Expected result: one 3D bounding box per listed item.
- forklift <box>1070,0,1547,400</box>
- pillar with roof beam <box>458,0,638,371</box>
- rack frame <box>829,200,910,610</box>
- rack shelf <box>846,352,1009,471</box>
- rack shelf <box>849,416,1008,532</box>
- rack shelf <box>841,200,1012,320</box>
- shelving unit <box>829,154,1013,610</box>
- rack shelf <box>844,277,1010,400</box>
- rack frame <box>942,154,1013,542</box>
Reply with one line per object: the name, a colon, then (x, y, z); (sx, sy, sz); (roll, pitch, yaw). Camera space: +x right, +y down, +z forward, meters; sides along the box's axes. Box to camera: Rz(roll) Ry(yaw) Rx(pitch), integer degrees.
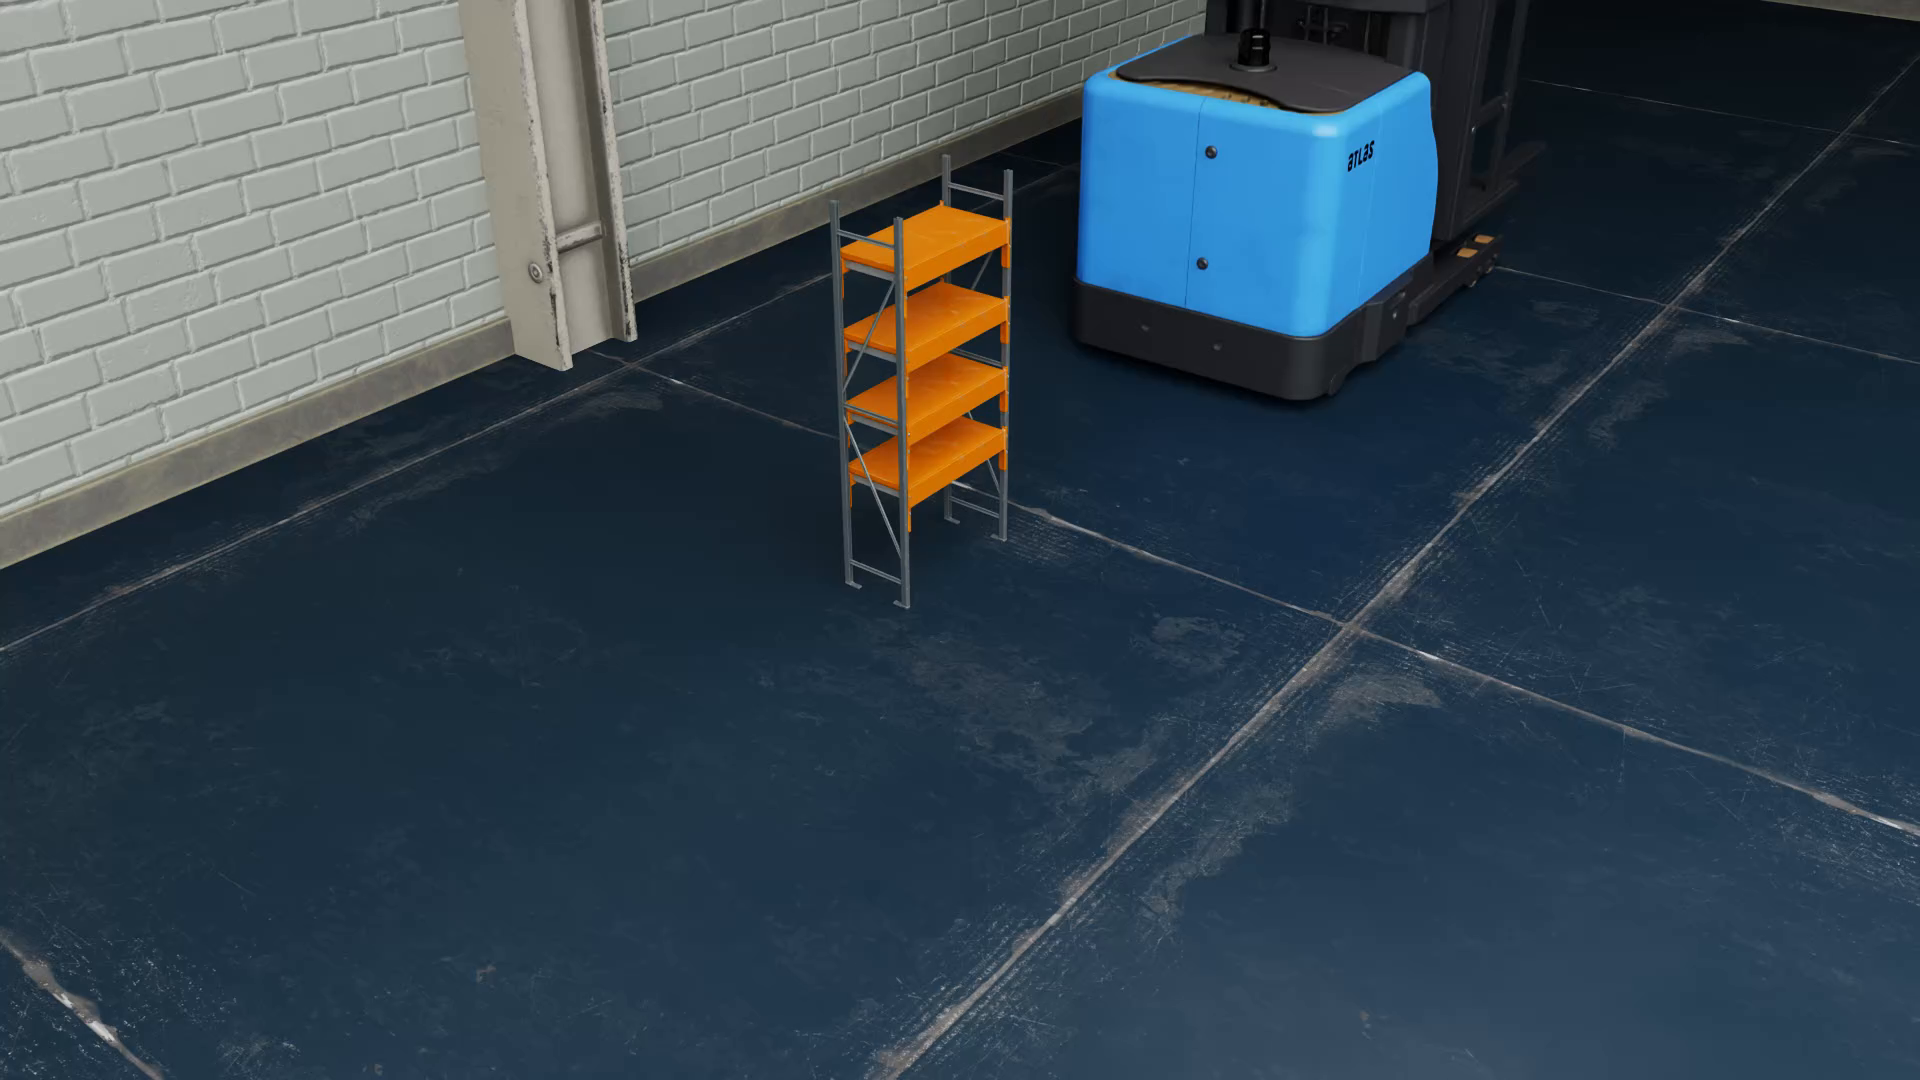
forklift: (1.690, -2.461, 6.527); (1.130, 2.935, 3.031); (20, 36, 30)
pillar with roof beam: (1.915, -3.316, 2.019); (9.100, 9.000, 0.400); (21, 37, 31)
rack frame: (-0.247, -0.350, 4.663); (0.240, 1.200, 0.015); (21, 37, 31)
rack shelf: (-0.100, -0.391, 4.865); (0.258, 0.148, 0.480); (21, 37, 31)
rack shelf: (-0.100, -0.220, 4.966); (0.258, 0.148, 0.480); (21, 37, 31)
rack shelf: (-0.100, -0.787, 4.630); (0.258, 0.148, 0.480); (21, 37, 31)
shelving unit: (-0.100, -0.449, 4.831); (0.258, 1.200, 0.503); (21, 37, 31)
rack shelf: (-0.100, -0.583, 4.751); (0.258, 0.148, 0.480); (21, 37, 31)
rack frame: (0.047, -0.548, 4.998); (0.240, 1.200, 0.015); (21, 37, 31)
